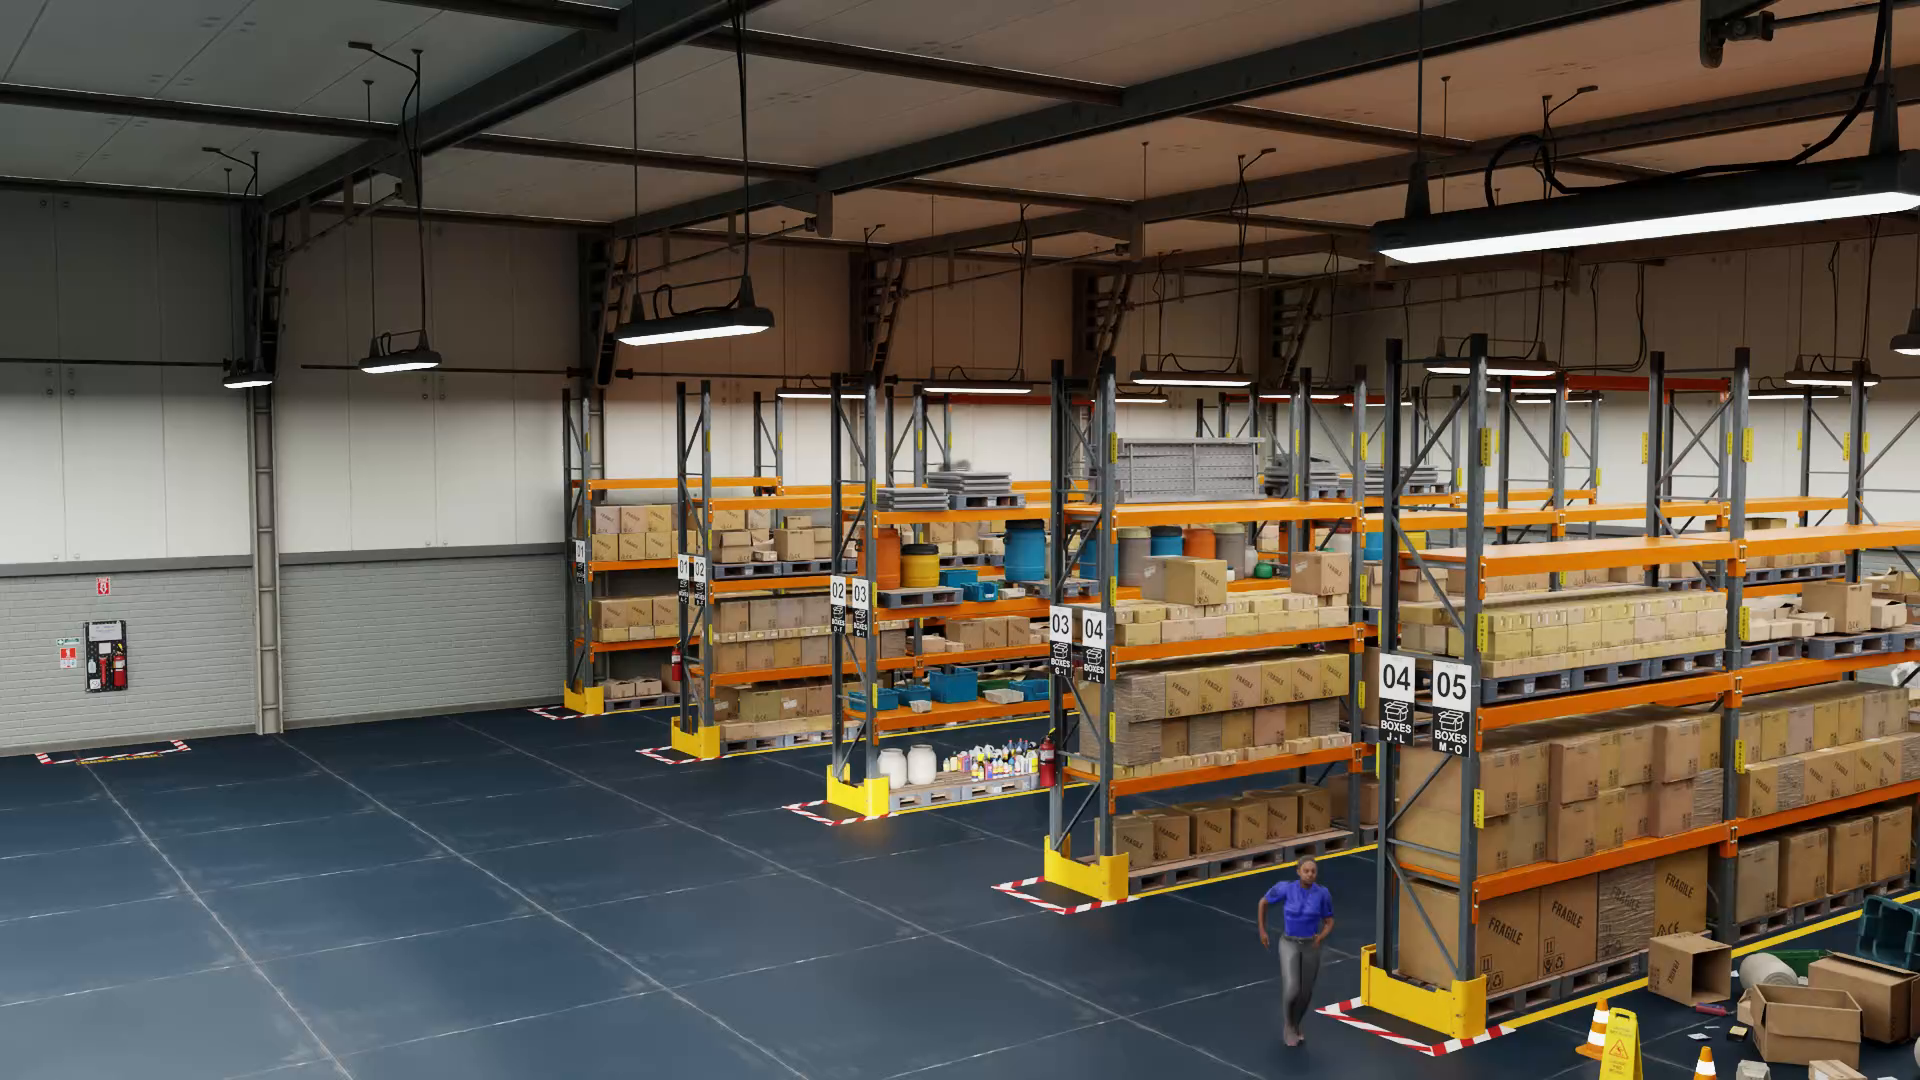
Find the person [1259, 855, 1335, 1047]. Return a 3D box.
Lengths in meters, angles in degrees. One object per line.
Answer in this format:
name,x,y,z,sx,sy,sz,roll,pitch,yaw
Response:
person,2.842,3.467,13.967,0.604,1.648,0.639,0,4,0

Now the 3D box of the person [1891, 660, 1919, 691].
person,15.716,2.569,27.297,0.626,1.663,0.979,1,4,12
